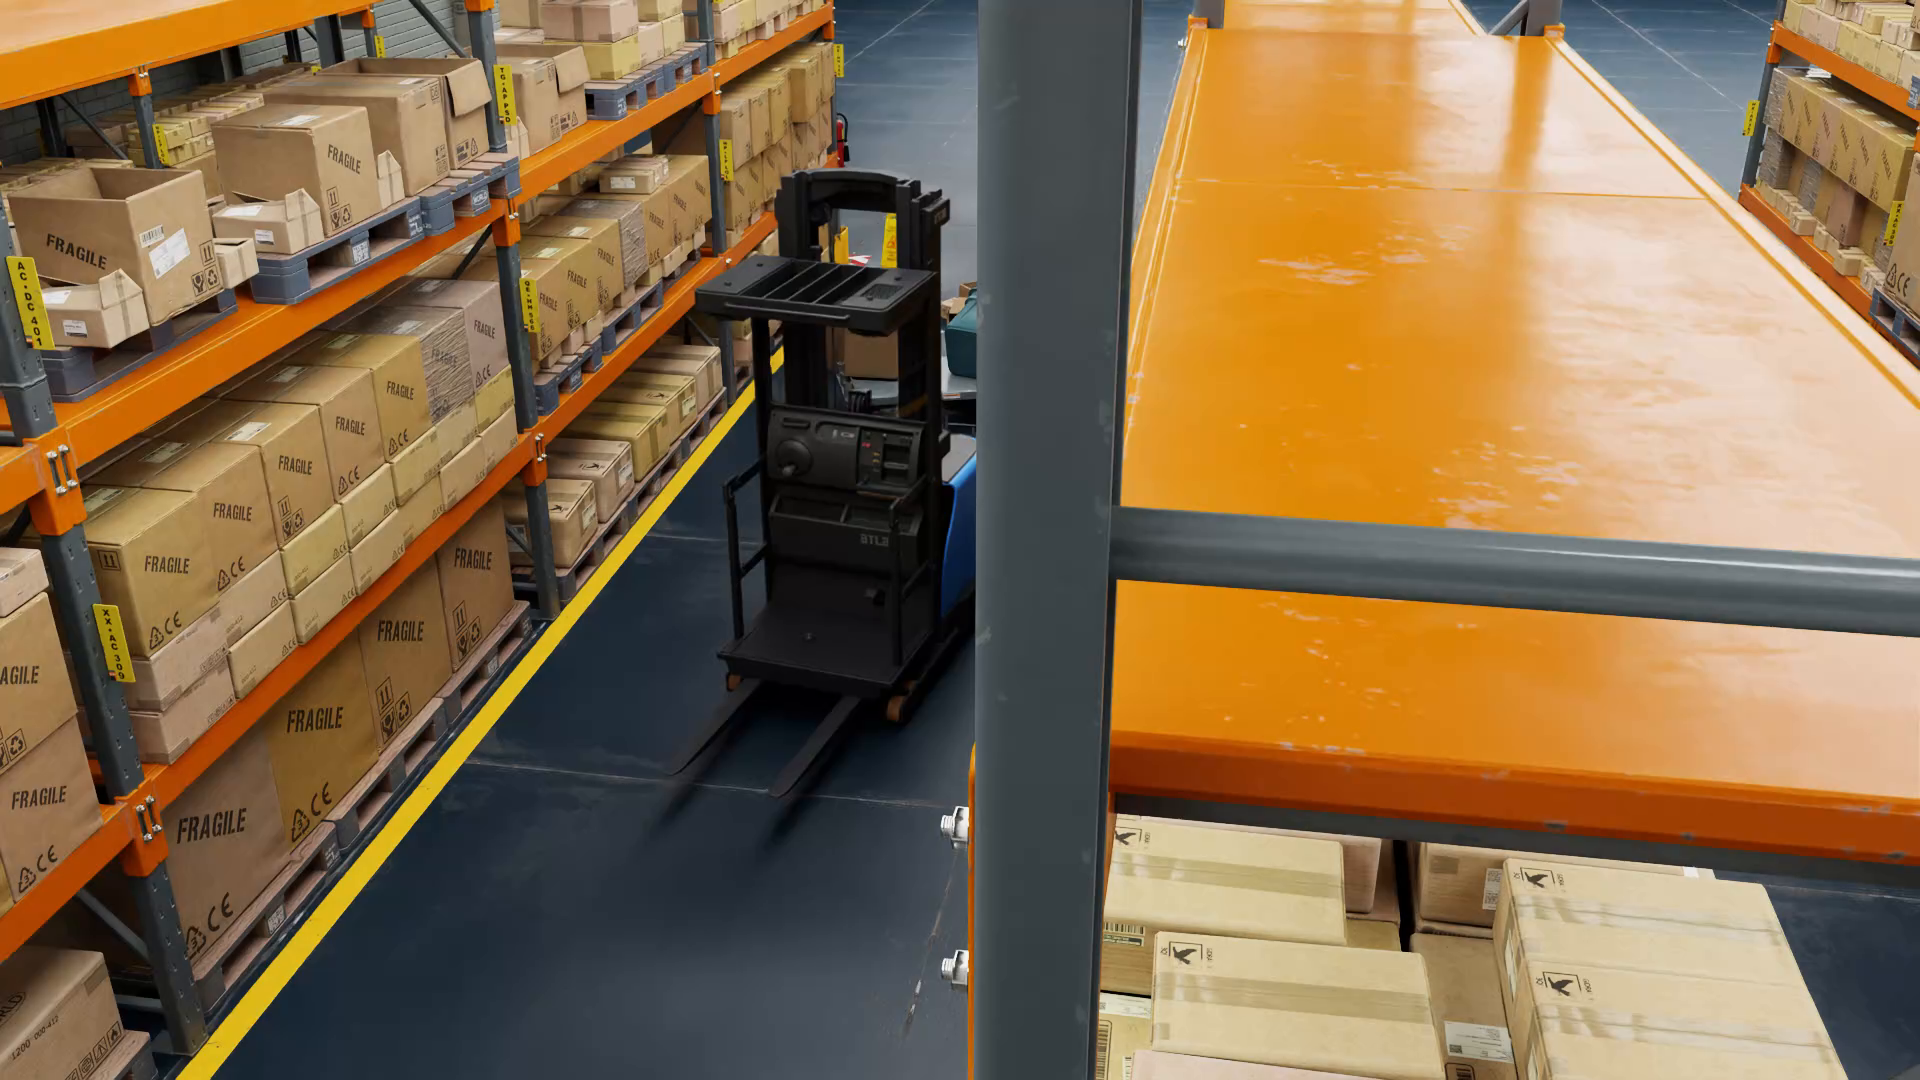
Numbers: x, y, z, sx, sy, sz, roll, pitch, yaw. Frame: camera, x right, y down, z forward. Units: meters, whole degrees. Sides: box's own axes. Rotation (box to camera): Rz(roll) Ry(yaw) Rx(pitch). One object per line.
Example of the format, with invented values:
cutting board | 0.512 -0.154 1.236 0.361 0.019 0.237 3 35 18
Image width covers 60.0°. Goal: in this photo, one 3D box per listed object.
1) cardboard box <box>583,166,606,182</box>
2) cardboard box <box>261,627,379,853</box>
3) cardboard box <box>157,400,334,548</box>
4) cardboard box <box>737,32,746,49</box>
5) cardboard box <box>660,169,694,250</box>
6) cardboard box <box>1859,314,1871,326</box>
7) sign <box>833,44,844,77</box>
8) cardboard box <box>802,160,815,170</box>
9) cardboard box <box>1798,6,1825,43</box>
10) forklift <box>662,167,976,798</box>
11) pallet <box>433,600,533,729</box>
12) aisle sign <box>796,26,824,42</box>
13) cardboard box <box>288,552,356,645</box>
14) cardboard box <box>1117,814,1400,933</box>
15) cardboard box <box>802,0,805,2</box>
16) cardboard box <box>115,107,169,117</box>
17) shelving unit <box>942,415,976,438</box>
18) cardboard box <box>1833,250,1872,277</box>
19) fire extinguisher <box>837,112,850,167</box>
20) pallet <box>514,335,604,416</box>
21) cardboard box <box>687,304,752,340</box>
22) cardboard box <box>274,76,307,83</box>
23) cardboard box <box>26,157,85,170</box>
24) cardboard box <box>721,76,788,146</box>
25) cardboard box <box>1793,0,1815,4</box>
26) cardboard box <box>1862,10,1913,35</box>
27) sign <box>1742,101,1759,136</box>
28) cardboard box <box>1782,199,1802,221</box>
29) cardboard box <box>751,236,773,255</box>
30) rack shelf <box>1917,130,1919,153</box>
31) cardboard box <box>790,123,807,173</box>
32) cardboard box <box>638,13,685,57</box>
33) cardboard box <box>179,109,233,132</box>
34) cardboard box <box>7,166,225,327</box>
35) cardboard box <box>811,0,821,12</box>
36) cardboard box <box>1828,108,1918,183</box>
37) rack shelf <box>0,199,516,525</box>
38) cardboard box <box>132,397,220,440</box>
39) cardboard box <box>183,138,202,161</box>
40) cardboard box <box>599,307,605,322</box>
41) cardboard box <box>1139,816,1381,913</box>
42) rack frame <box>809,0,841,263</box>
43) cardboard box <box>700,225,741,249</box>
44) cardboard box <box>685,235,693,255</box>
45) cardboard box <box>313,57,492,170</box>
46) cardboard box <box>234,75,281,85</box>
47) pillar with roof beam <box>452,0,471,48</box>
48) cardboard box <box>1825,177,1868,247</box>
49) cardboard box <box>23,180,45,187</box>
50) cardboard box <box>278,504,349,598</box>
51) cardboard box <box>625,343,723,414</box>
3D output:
cardboard box | -2.867 -2.550 12.695 0.500 0.500 0.500 4 25 9
cardboard box | -3.571 0.910 8.279 0.875 0.875 0.875 5 26 10
cardboard box | -3.238 -0.306 7.568 0.500 0.500 0.500 3 25 7
cardboard box | -2.024 -4.242 14.033 0.380 0.149 0.250 5 26 10
cardboard box | -2.355 -2.519 12.629 0.500 0.500 0.500 4 25 9
cardboard box | 7.566 -1.606 14.097 0.500 0.500 0.500 2 25 4
sign | -1.228 -4.859 16.854 0.100 0.325 0.005 4 25 9
cardboard box | -1.630 -3.624 16.250 0.380 0.149 0.250 4 25 9
cardboard box | 7.592 -4.442 14.341 0.500 0.250 0.500 3 25 7
forklift | -0.732 -0.472 9.301 1.130 2.935 3.031 8 26 17
pallet | -3.283 0.695 10.016 1.003 0.211 1.213 4 25 9
aisle sign | -1.476 -5.421 16.727 0.394 0.787 0.004 4 25 9
cardboard box | -3.219 0.253 7.848 0.500 0.250 0.500 4 25 8
cardboard box | 0.506 0.599 2.981 0.500 0.250 0.500 4 25 9
cardboard box | -1.687 -5.221 15.654 0.500 0.250 0.500 4 25 8
cardboard box | -7.479 -3.859 15.221 0.380 0.149 0.250 4 25 7
shelving unit | -0.001 -0.404 11.552 0.258 0.900 0.210 4 25 9
cardboard box | 7.177 -2.192 13.190 0.380 0.149 0.250 4 25 9
fire extinguisher | -1.299 -4.219 17.317 0.296 0.674 0.183 4 25 9
pallet | -3.069 -1.111 10.811 1.213 0.211 1.003 4 25 9
cardboard box | -2.063 -2.078 14.514 0.500 0.500 0.500 5 26 11
cardboard box | -6.660 -4.574 16.750 0.380 0.149 0.250 4 25 9
cardboard box | -7.593 -3.115 13.983 0.380 0.149 0.250 3 25 7
cardboard box | -1.927 -3.787 14.655 0.700 0.500 0.500 3 25 7
cardboard box | 7.593 -4.822 14.682 0.380 0.149 0.250 5 25 10
cardboard box | 7.329 -4.057 13.048 0.380 0.149 0.250 5 26 11
sign | 7.469 -3.981 15.696 0.100 0.325 0.005 4 25 9
cardboard box | 7.539 -2.918 14.743 0.380 0.149 0.250 4 25 9
cardboard box | -1.902 -2.635 14.939 0.380 0.149 0.250 5 26 11
rack shelf | 7.024 -2.075 9.955 1.077 0.370 4.000 4 25 9
cardboard box | -1.761 -3.754 15.763 0.500 0.500 0.500 4 25 8
cardboard box | -2.379 -3.792 12.456 0.500 0.250 0.500 4 25 7
cardboard box | -6.849 -3.818 15.134 0.380 0.149 0.250 5 25 10
cardboard box | -3.303 -1.162 6.542 0.500 0.500 0.500 4 25 8
cardboard box | -1.563 -5.208 16.096 0.380 0.149 0.250 4 25 9
cardboard box | 7.316 -3.137 13.265 0.500 0.500 0.500 4 25 9
rack shelf | -3.407 -1.089 7.848 1.077 0.370 4.000 4 25 9
cardboard box | -3.729 -0.349 7.661 0.500 0.500 0.500 5 26 10
cardboard box | -6.971 -3.470 14.742 0.380 0.149 0.250 5 25 10
cardboard box | -2.646 -1.539 11.300 0.380 0.149 0.250 6 26 12
cardboard box | 0.492 0.474 2.778 0.380 0.149 0.250 3 25 7
rack frame | -1.772 -4.238 17.266 1.000 3.000 0.127 4 25 9
cardboard box | -2.058 -2.561 13.979 0.380 0.149 0.250 4 25 8
cardboard box | -2.298 -2.298 12.923 0.380 0.149 0.250 3 25 7
cardboard box | -2.993 -2.320 9.012 0.797 0.503 0.637 2 25 5
cardboard box | -7.096 -4.608 16.822 0.380 0.149 0.250 4 25 9
pillar with roof beam | -2.445 -9.280 20.961 9.100 9.000 0.400 4 25 9
cardboard box | 7.584 -2.665 13.437 0.875 0.500 0.500 4 25 9
cardboard box | -7.189 -2.761 13.228 0.380 0.149 0.250 3 25 7
cardboard box | -3.217 0.028 7.738 0.500 0.250 0.500 4 25 9
cardboard box | -2.509 -1.346 13.691 0.950 0.372 0.625 4 25 9
